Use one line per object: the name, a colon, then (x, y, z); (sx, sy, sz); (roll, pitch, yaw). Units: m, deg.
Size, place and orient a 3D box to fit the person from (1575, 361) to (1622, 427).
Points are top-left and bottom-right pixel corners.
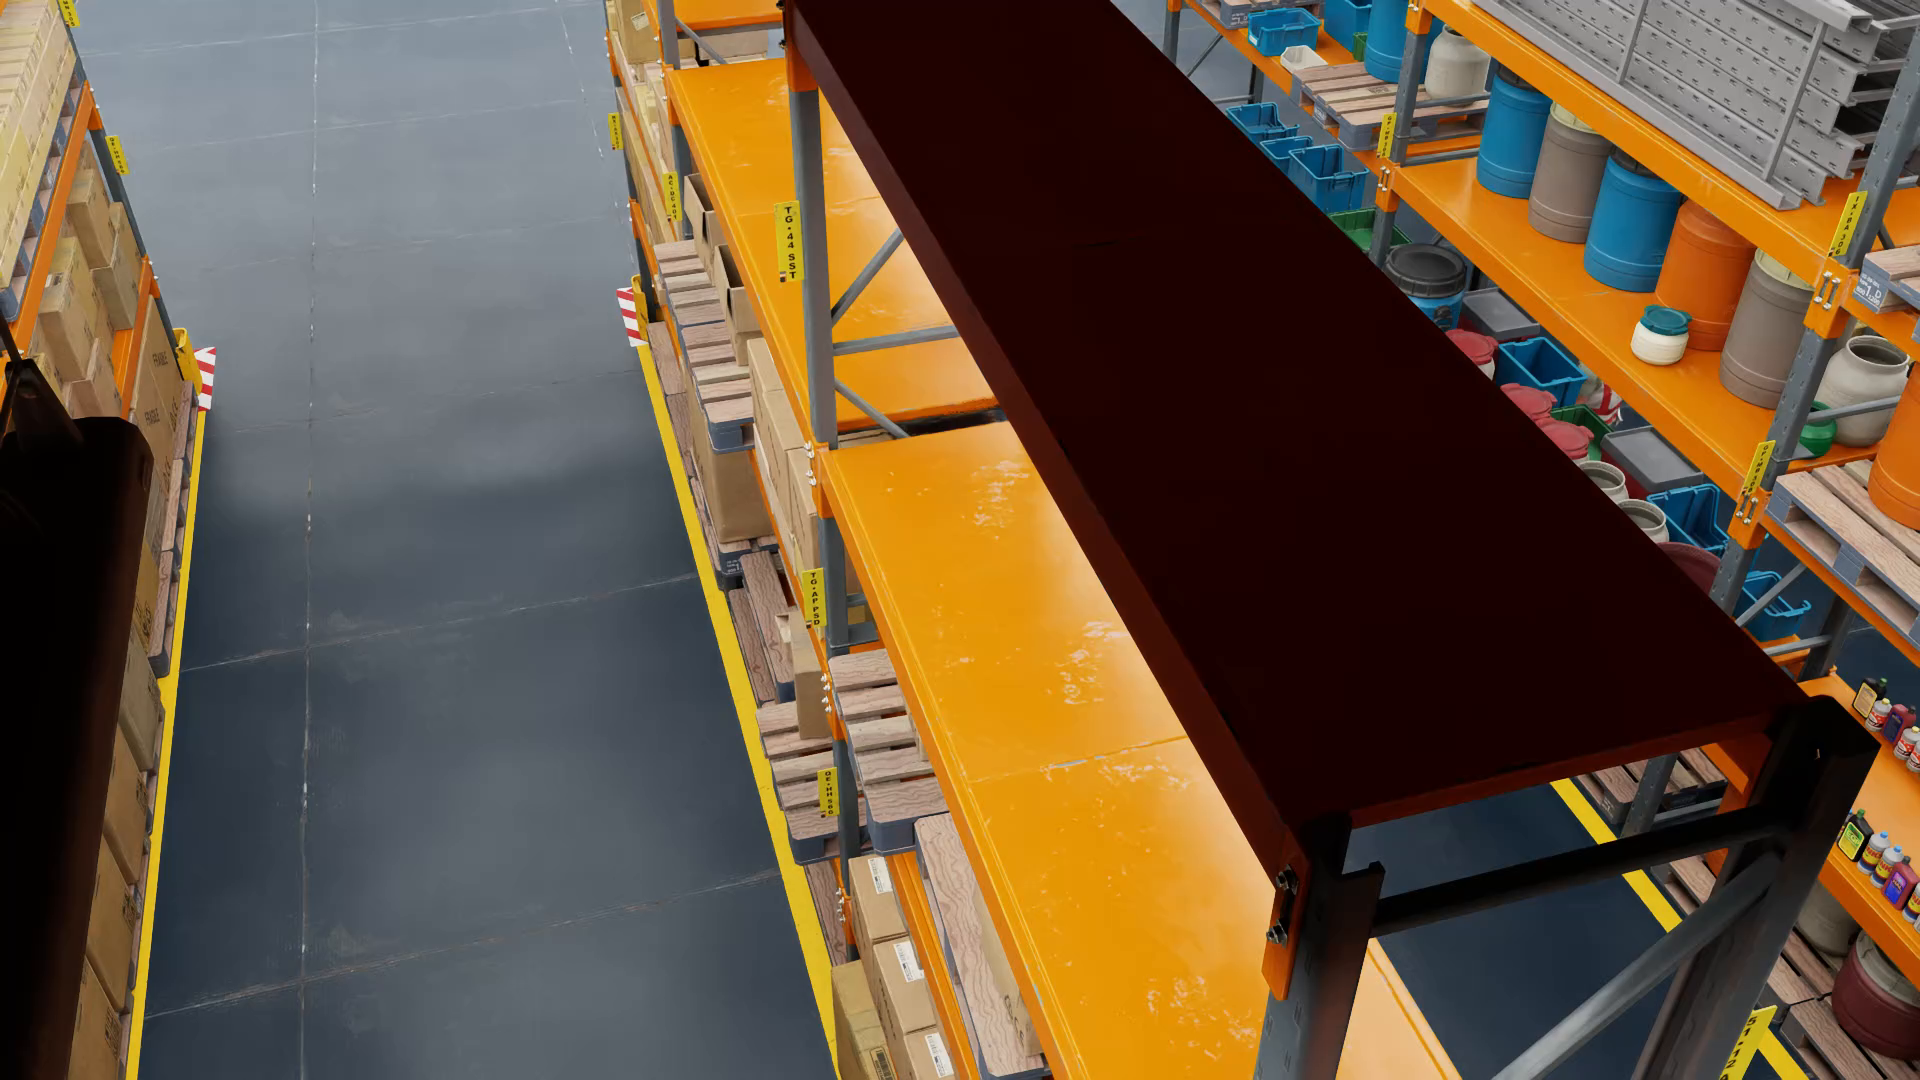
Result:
person: (4.738, -0.897, 12.527); (0.365, 1.818, 0.636); (27, 46, 30)
